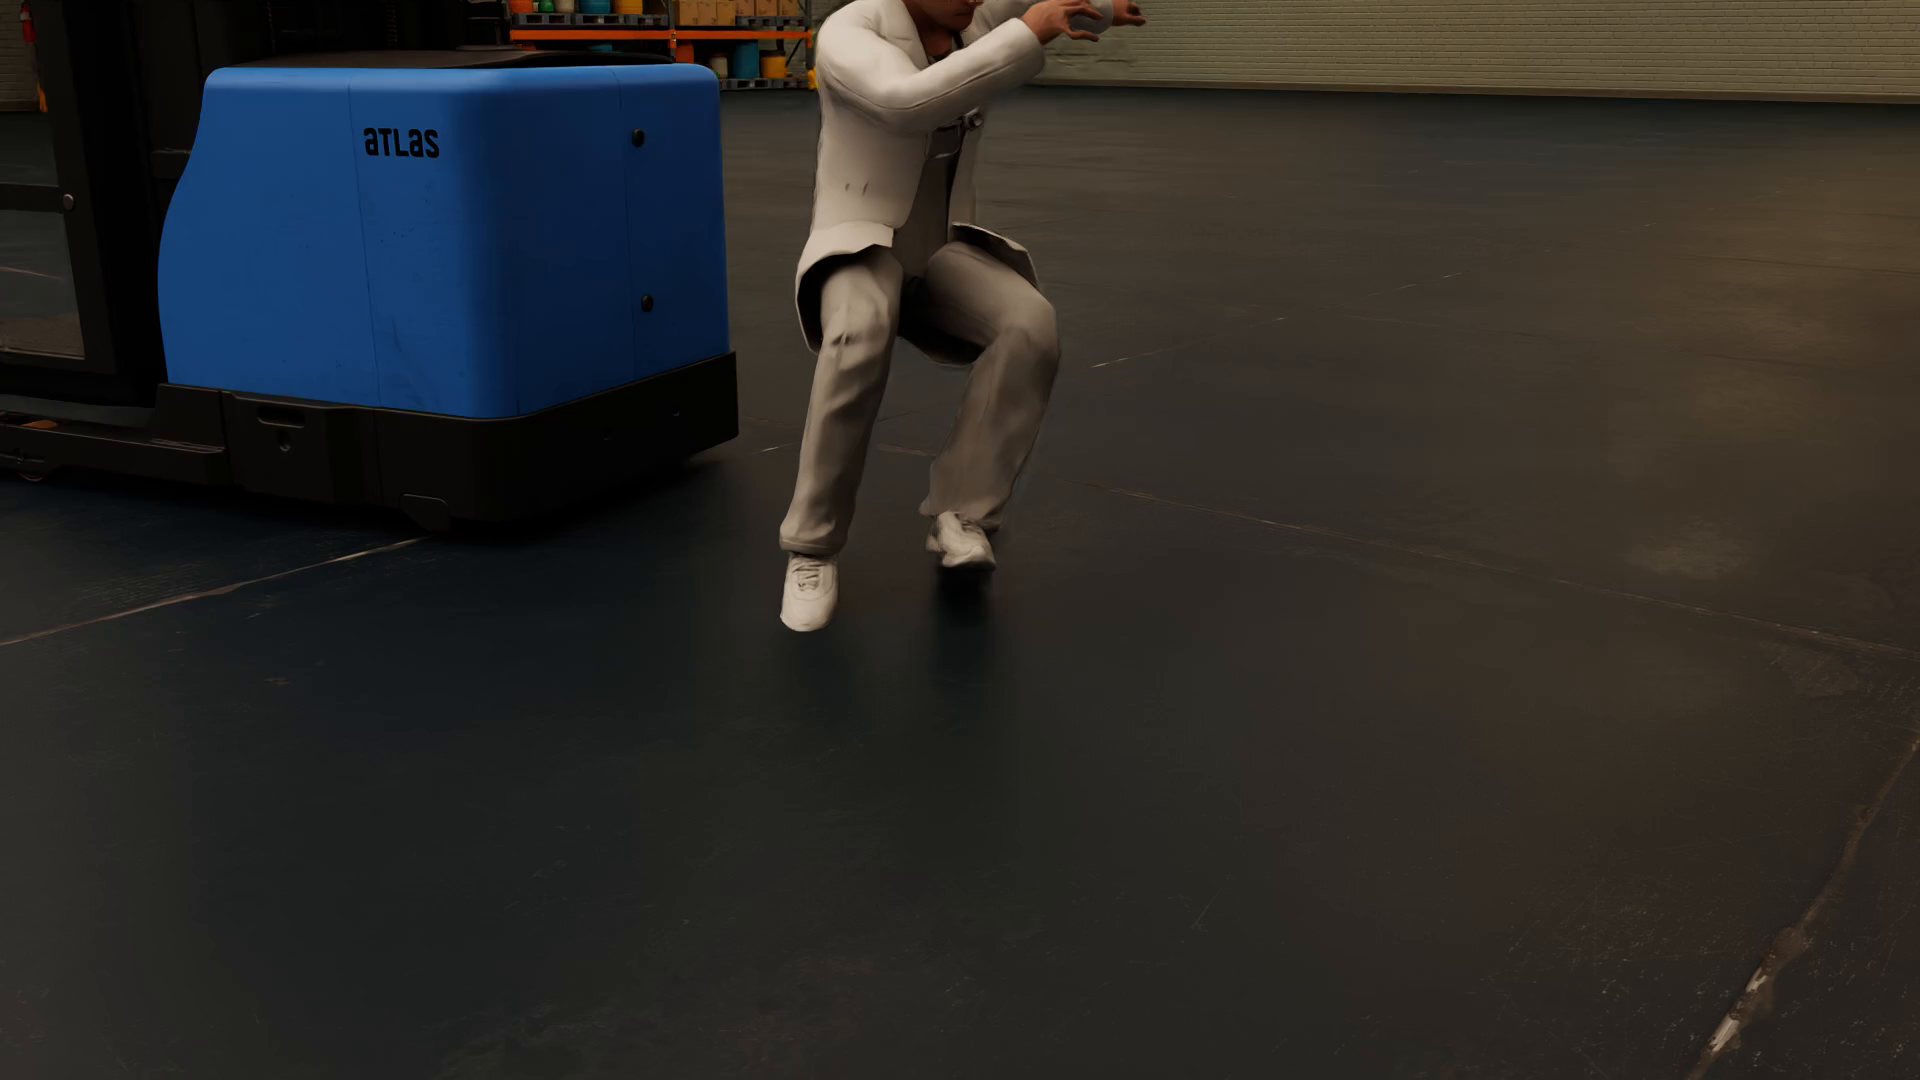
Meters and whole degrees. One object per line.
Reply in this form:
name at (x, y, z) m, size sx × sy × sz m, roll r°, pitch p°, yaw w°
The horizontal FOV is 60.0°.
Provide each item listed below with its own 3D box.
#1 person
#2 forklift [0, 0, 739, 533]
person at (0.084, -0.670, 3.761) m, size 1.467 × 1.446 × 0.747 m, roll -13°, pitch 21°, yaw -37°
forklift at (-2.181, -1.687, 4.453) m, size 3.031 × 2.935 × 1.130 m, roll 8°, pitch 18°, yaw 23°
